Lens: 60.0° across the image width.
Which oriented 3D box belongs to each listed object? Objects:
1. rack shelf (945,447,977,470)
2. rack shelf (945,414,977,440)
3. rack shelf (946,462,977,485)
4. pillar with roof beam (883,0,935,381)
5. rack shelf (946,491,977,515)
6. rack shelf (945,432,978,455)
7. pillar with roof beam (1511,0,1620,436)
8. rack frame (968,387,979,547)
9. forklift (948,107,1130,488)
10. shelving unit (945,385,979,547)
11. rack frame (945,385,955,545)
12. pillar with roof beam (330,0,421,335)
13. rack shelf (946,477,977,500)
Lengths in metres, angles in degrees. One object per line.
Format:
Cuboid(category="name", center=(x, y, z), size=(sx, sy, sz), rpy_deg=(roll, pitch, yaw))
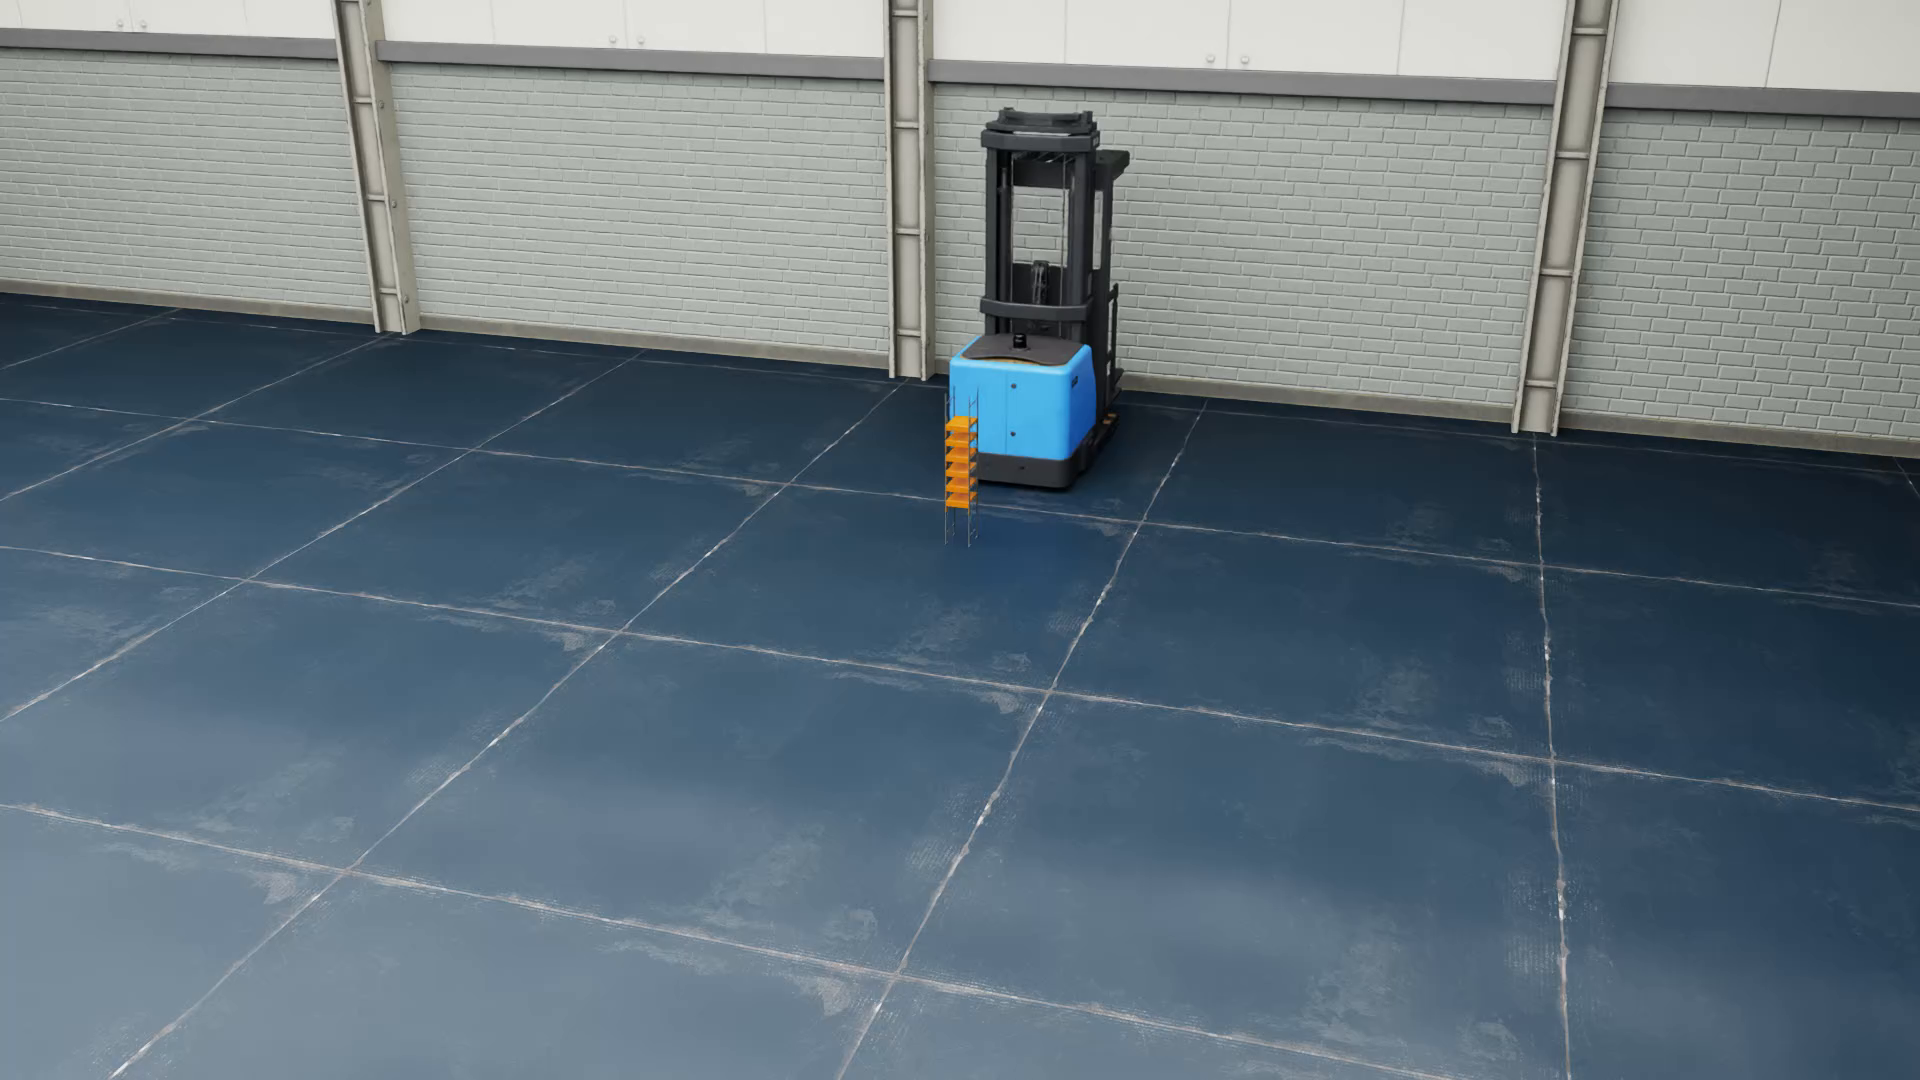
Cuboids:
Cuboid(category="rack shelf", center=(0.014, -0.623, 12.510), size=(0.180, 0.103, 0.258), rpy_deg=(7, 23, 16))
Cuboid(category="rack shelf", center=(0.014, -0.845, 12.419), size=(0.180, 0.103, 0.258), rpy_deg=(7, 23, 16))
Cuboid(category="rack shelf", center=(0.014, -0.512, 12.555), size=(0.180, 0.103, 0.258), rpy_deg=(7, 23, 16))
Cuboid(category="pillar with roof beam", center=(-1.726, -4.273, 11.330), size=(0.400, 9.000, 9.100), rpy_deg=(7, 23, 16))
Cuboid(category="rack shelf", center=(0.014, -0.290, 12.646), size=(0.180, 0.103, 0.258), rpy_deg=(7, 23, 16))
Cuboid(category="rack shelf", center=(0.014, -0.734, 12.464), size=(0.180, 0.103, 0.258), rpy_deg=(7, 23, 16))
Cuboid(category="pillar with roof beam", center=(4.019, -3.615, 9.726), size=(0.400, 9.000, 9.100), rpy_deg=(7, 23, 16))
Cuboid(category="rack frame", center=(0.101, -0.543, 12.514), size=(0.006, 1.200, 0.240), rpy_deg=(7, 23, 16))
Cuboid(category="forklift", center=(0.825, -2.314, 14.549), size=(1.130, 2.935, 3.031), rpy_deg=(7, 23, 16))
Cuboid(category="shelving unit", center=(0.014, -0.554, 12.538), size=(0.189, 1.200, 0.258), rpy_deg=(7, 23, 16))
Cuboid(category="rack frame", center=(-0.074, -0.564, 12.563), size=(0.006, 1.200, 0.240), rpy_deg=(7, 23, 16))
Cuboid(category="pillar with roof beam", center=(-7.470, -4.931, 12.933), size=(0.400, 9.000, 9.100), rpy_deg=(7, 23, 16))
Cuboid(category="rack shelf", center=(0.014, -0.401, 12.601), size=(0.180, 0.103, 0.258), rpy_deg=(7, 23, 16))
